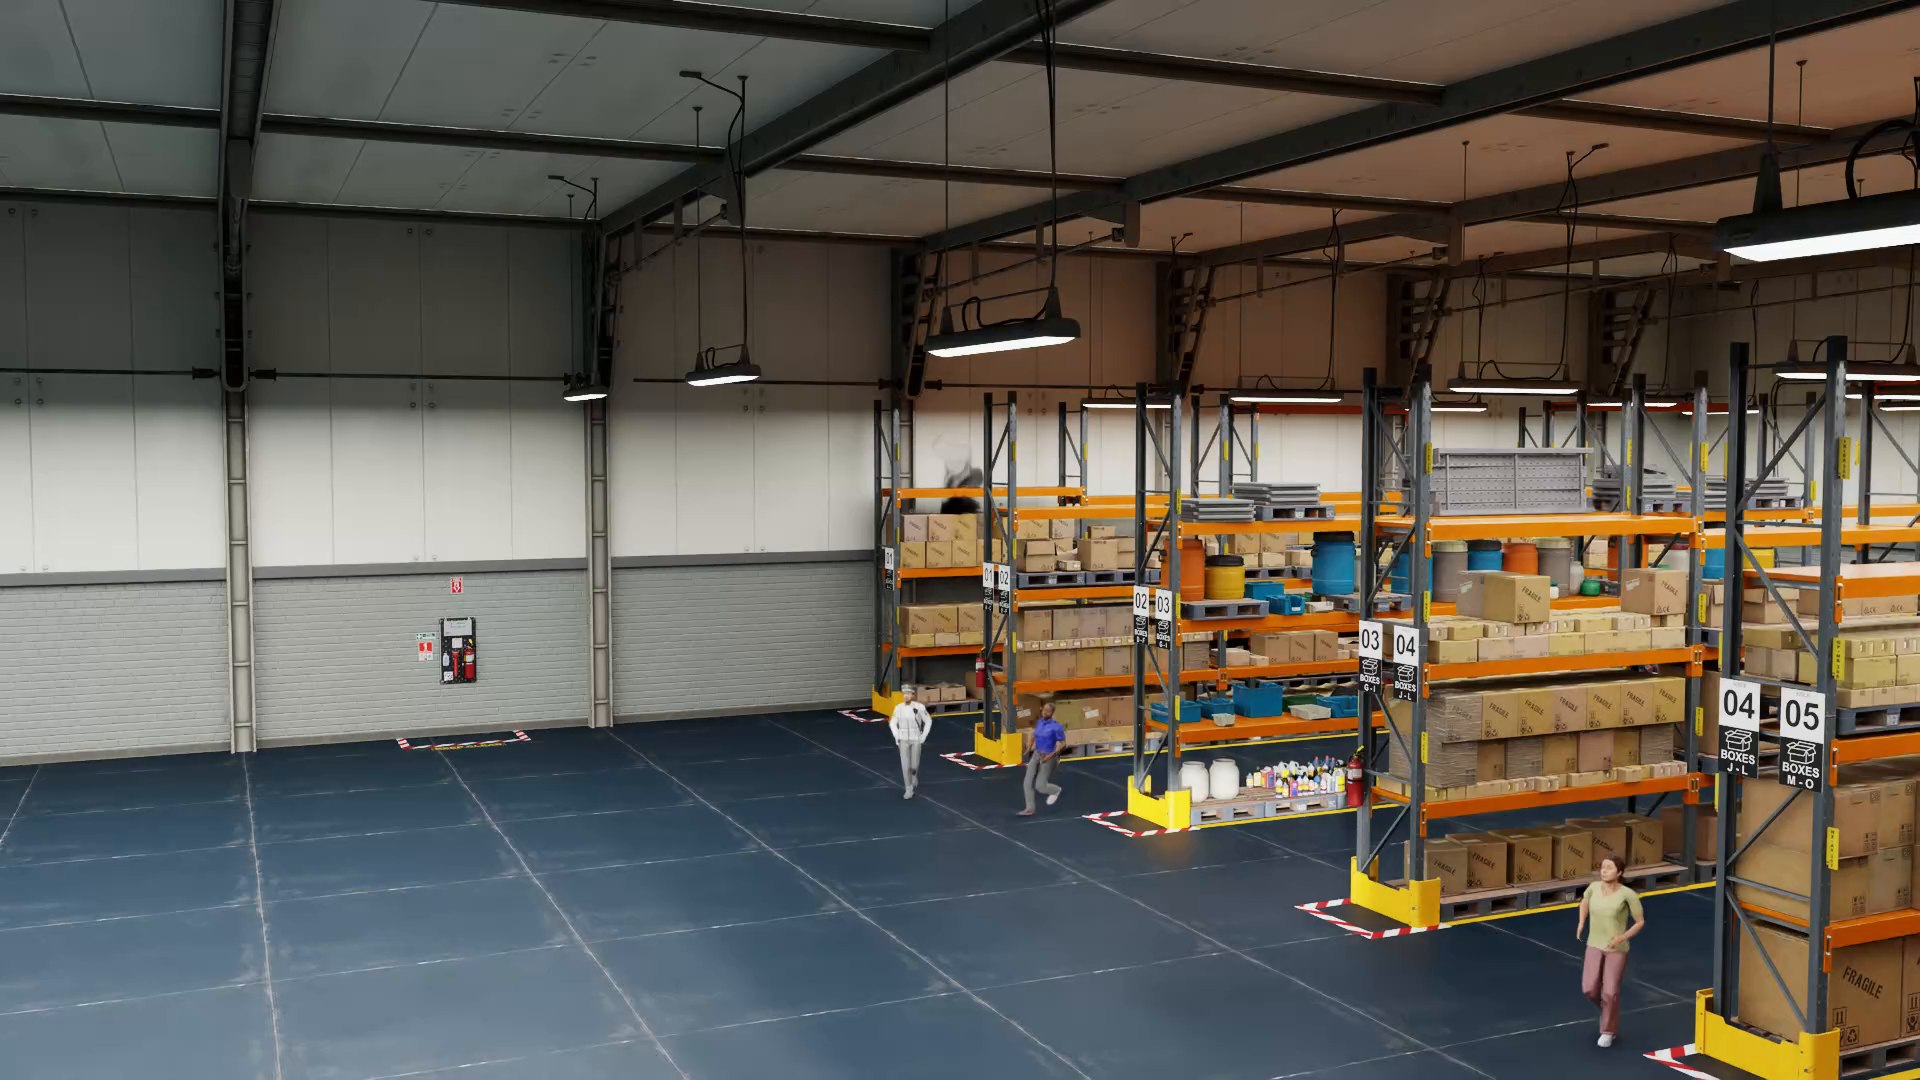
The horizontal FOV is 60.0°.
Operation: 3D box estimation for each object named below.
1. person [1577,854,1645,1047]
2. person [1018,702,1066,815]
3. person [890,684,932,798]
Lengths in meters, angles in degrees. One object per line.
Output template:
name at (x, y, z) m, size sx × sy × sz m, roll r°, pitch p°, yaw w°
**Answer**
person at (5.563, 3.531, 14.321) m, size 0.593 × 1.618 × 0.508 m, roll 3°, pitch 5°, yaw 43°
person at (1.197, 3.032, 23.056) m, size 0.621 × 1.591 × 0.689 m, roll 3°, pitch 5°, yaw 45°
person at (-0.729, 2.928, 24.330) m, size 0.619 × 1.667 × 0.495 m, roll 0°, pitch 3°, yaw 7°
